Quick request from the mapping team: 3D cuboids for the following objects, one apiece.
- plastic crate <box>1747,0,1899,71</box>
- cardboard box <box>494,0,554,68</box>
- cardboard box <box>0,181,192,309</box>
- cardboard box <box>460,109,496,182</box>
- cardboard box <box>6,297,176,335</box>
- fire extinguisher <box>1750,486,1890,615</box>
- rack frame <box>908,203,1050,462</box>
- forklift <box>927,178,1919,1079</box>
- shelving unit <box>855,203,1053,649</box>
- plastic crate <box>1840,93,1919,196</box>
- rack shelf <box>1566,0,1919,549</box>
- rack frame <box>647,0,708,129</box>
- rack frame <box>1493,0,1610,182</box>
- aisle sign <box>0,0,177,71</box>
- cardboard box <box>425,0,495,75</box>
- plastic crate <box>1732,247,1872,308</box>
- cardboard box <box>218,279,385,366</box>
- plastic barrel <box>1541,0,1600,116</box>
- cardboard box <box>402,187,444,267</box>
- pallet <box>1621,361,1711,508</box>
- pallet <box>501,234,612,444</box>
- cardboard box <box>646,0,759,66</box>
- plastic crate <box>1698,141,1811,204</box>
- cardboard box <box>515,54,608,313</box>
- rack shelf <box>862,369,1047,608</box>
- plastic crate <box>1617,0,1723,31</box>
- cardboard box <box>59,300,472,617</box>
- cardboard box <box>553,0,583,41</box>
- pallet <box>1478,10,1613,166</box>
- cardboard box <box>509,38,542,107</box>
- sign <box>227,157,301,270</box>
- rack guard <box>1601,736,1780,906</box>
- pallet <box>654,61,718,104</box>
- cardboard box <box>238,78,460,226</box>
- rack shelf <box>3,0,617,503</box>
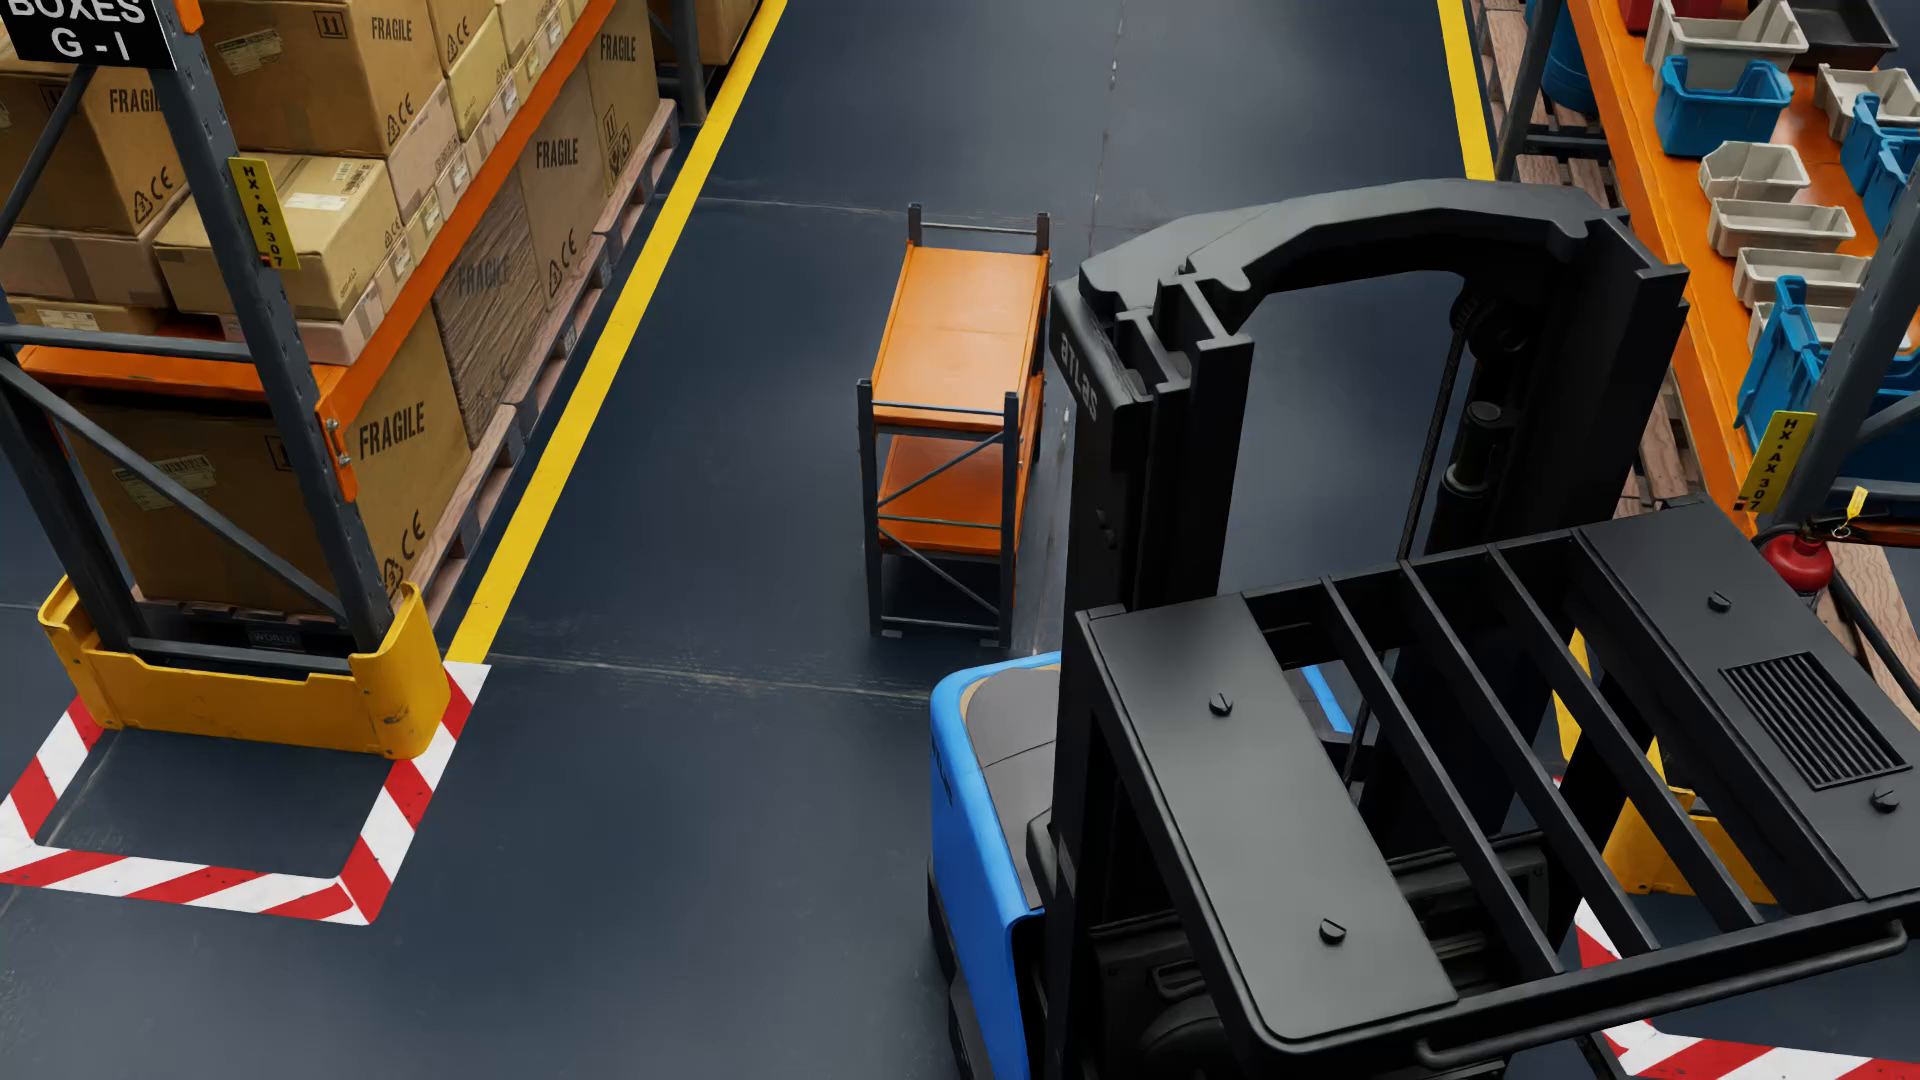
[{"bbox_3d":[3.226,-1.954,6.289,0.437,0.125,0.590,5,44,6],"label":"plastic crate"},{"bbox_3d":[-1.803,-1.953,6.024,0.500,0.250,0.500,4,44,5],"label":"cardboard box"},{"bbox_3d":[-2.529,-0.952,4.966,0.500,0.250,0.500,5,44,5],"label":"cardboard box"},{"bbox_3d":[-1.822,-1.365,5.693,0.380,0.149,0.250,4,44,5],"label":"cardboard box"},{"bbox_3d":[-2.609,-0.725,5.017,0.380,0.149,0.250,6,44,6],"label":"cardboard box"},{"bbox_3d":[2.109,0.132,4.257,0.296,0.674,0.183,5,44,6],"label":"fire extinguisher"},{"bbox_3d":[0.066,-0.750,6.224,0.500,1.125,0.032,5,44,6],"label":"rack frame"},{"bbox_3d":[0.774,0.963,3.101,1.130,2.935,3.031,-10,44,-11],"label":"forklift"},{"bbox_3d":[-0.001,-0.404,5.858,0.538,1.125,1.048,5,44,6],"label":"shelving unit"},{"bbox_3d":[3.152,-1.295,5.514,0.416,0.233,0.300,5,44,6],"label":"plastic crate"},{"bbox_3d":[2.844,-1.195,5.854,1.077,0.370,4.000,5,44,6],"label":"rack shelf"},{"bbox_3d":[-1.801,-3.270,7.522,1.000,3.000,0.127,5,44,6],"label":"rack frame"},{"bbox_3d":[3.108,-2.820,7.046,1.000,3.000,0.127,5,44,6],"label":"rack frame"},{"bbox_3d":[-2.042,-1.411,3.668,0.394,0.787,0.004,5,44,6],"label":"aisle sign"},{"bbox_3d":[-1.870,-1.867,5.387,0.500,0.500,0.500,4,44,4],"label":"cardboard box"},{"bbox_3d":[2.560,-0.788,5.049,0.396,0.136,0.243,5,44,6],"label":"plastic crate"},{"bbox_3d":[-1.956,-0.664,4.953,0.380,0.149,0.250,6,44,6],"label":"cardboard box"},{"bbox_3d":[3.197,-2.579,8.013,0.600,0.901,0.708,5,44,6],"label":"plastic barrel"},{"bbox_3d":[-1.890,-1.014,5.322,0.380,0.149,0.250,4,44,5],"label":"cardboard box"},{"bbox_3d":[2.891,-0.469,6.591,1.003,0.211,1.213,5,44,6],"label":"pallet"},{"bbox_3d":[-2.138,-0.912,7.060,1.003,0.211,1.213,5,44,6],"label":"pallet"},{"bbox_3d":[-1.737,-3.089,8.570,1.225,0.875,0.875,5,44,6],"label":"cardboard box"},{"bbox_3d":[2.594,-1.183,5.466,0.298,0.136,0.250,5,44,6],"label":"plastic crate"},{"bbox_3d":[-2.087,-1.595,6.993,0.875,0.875,0.875,5,44,6],"label":"cardboard box"},{"bbox_3d":[-0.001,-0.226,6.026,0.538,0.278,1.000,5,44,6],"label":"rack shelf"},{"bbox_3d":[2.742,-2.279,6.385,0.402,0.464,0.583,5,44,6],"label":"plastic crate"},{"bbox_3d":[-2.325,-0.368,5.697,0.875,0.875,0.875,5,44,6],"label":"cardboard box"},{"bbox_3d":[-1.686,-2.065,6.432,0.380,0.149,0.250,5,44,5],"label":"cardboard box"},{"bbox_3d":[3.252,-2.329,8.556,1.003,0.211,1.213,5,44,6],"label":"pallet"},{"bbox_3d":[-1.754,-1.713,6.060,0.380,0.149,0.250,4,44,4],"label":"cardboard box"},{"bbox_3d":[-1.781,-0.832,4.260,0.100,0.325,0.005,5,44,6],"label":"sign"},{"bbox_3d":[2.589,0.832,5.008,1.175,0.500,0.348,5,44,6],"label":"rack guard"},{"bbox_3d":[-1.774,-2.790,9.043,1.003,0.211,1.213,5,44,6],"label":"pallet"},{"bbox_3d":[-1.937,-1.255,5.286,0.500,0.250,0.500,5,44,5],"label":"cardboard box"},{"bbox_3d":[-2.066,-1.646,6.329,1.077,0.370,4.000,5,44,6],"label":"rack shelf"}]
